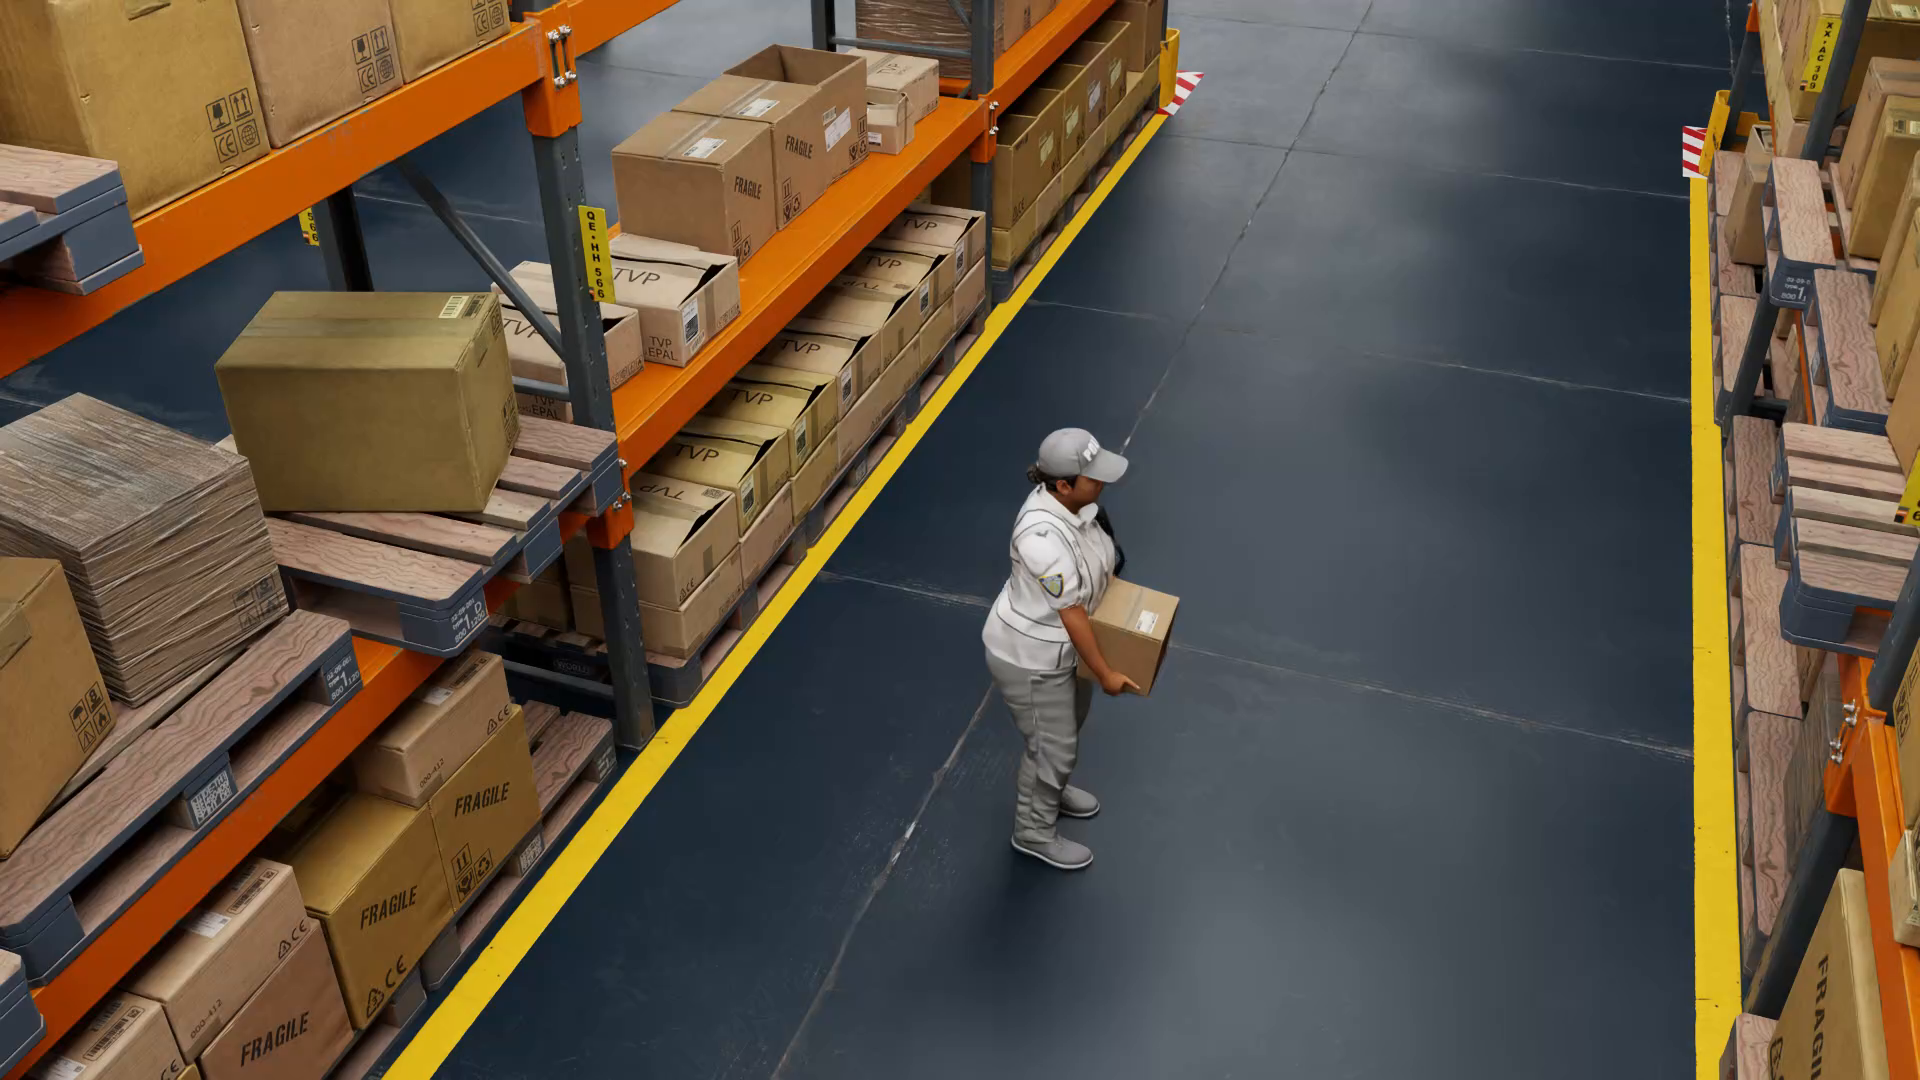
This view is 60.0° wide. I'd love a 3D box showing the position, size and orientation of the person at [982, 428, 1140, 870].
[{"bbox_3d":[0.365,0.364,5.601,0.560,1.660,0.452,11,35,16],"label":"person"}]
